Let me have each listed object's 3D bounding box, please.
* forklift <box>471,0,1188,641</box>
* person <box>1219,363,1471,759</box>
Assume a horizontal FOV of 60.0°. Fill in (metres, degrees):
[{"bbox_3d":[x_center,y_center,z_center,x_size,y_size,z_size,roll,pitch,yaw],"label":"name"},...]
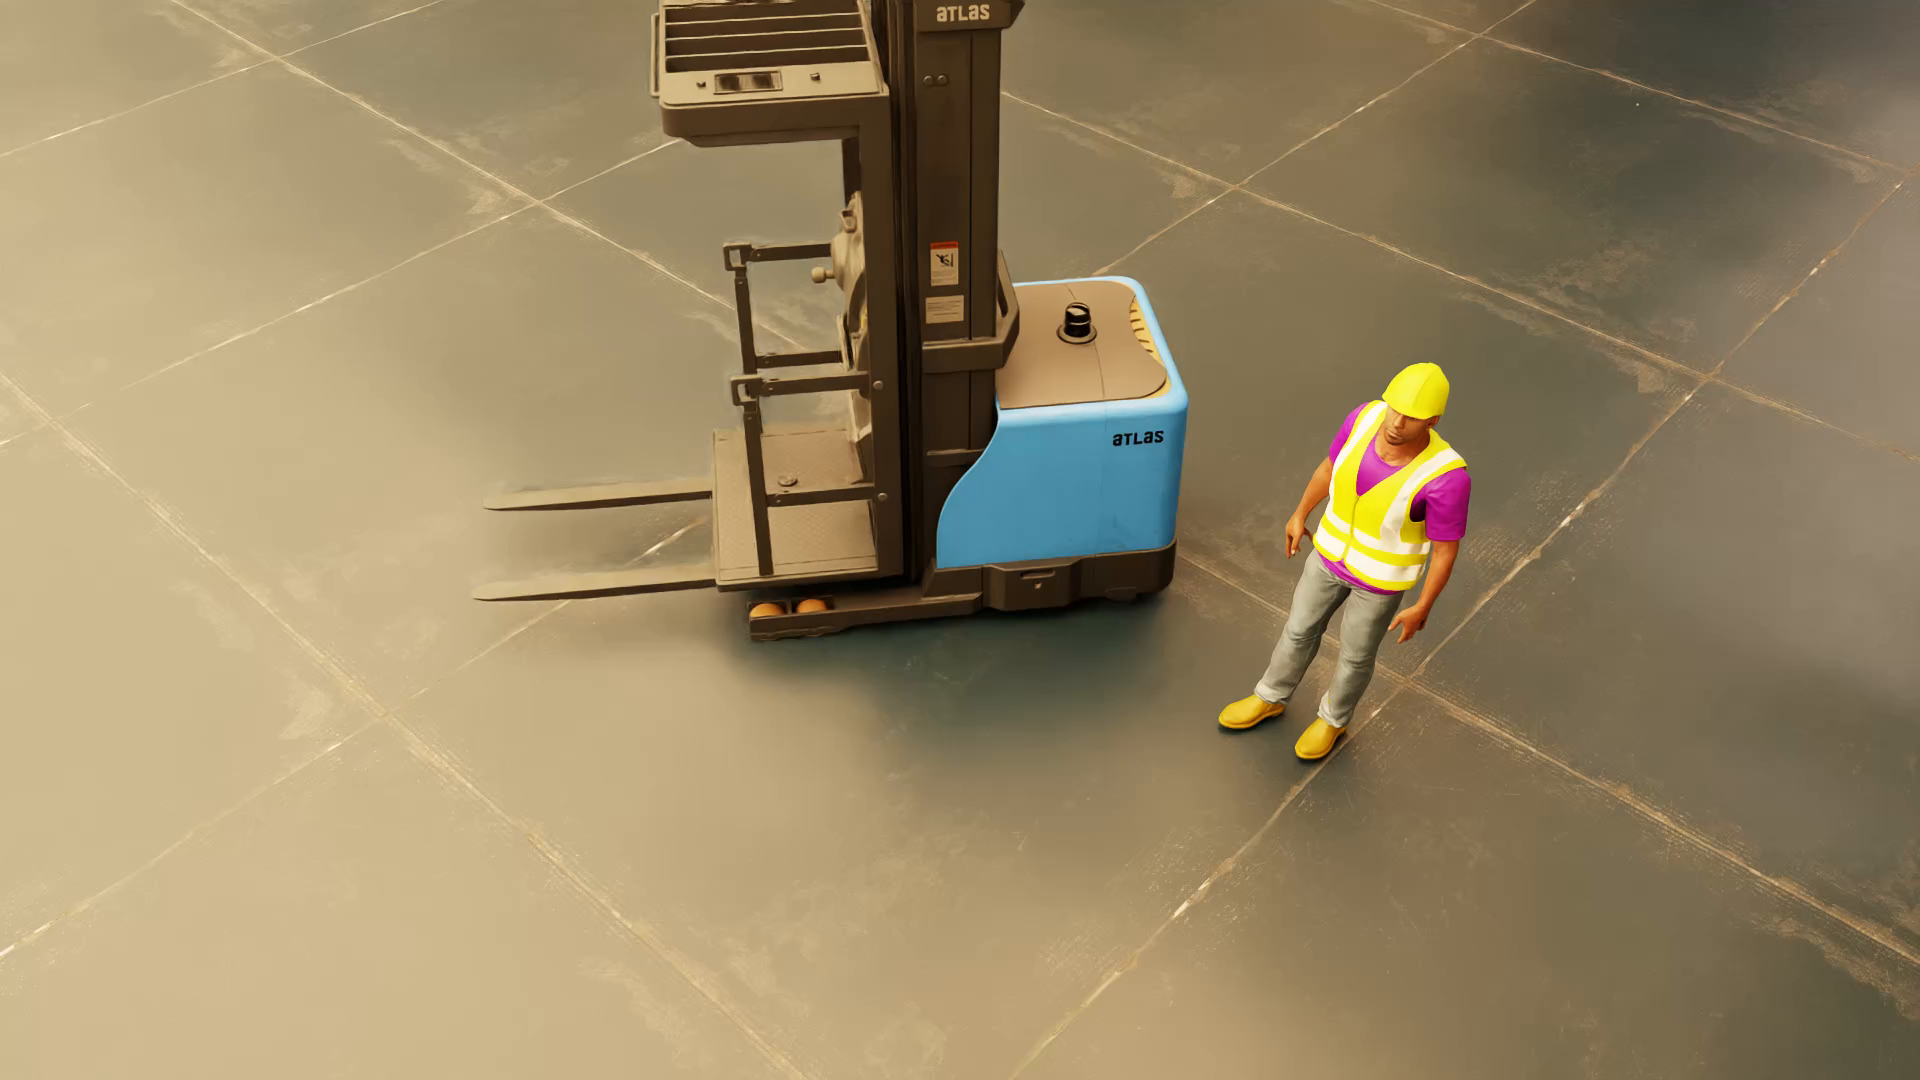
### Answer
[{"bbox_3d":[-0.616,-1.045,6.646,3.031,2.935,1.130,-5,41,-6],"label":"forklift"},{"bbox_3d":[1.451,0.115,6.178,0.576,1.766,0.666,-28,48,-29],"label":"person"}]
